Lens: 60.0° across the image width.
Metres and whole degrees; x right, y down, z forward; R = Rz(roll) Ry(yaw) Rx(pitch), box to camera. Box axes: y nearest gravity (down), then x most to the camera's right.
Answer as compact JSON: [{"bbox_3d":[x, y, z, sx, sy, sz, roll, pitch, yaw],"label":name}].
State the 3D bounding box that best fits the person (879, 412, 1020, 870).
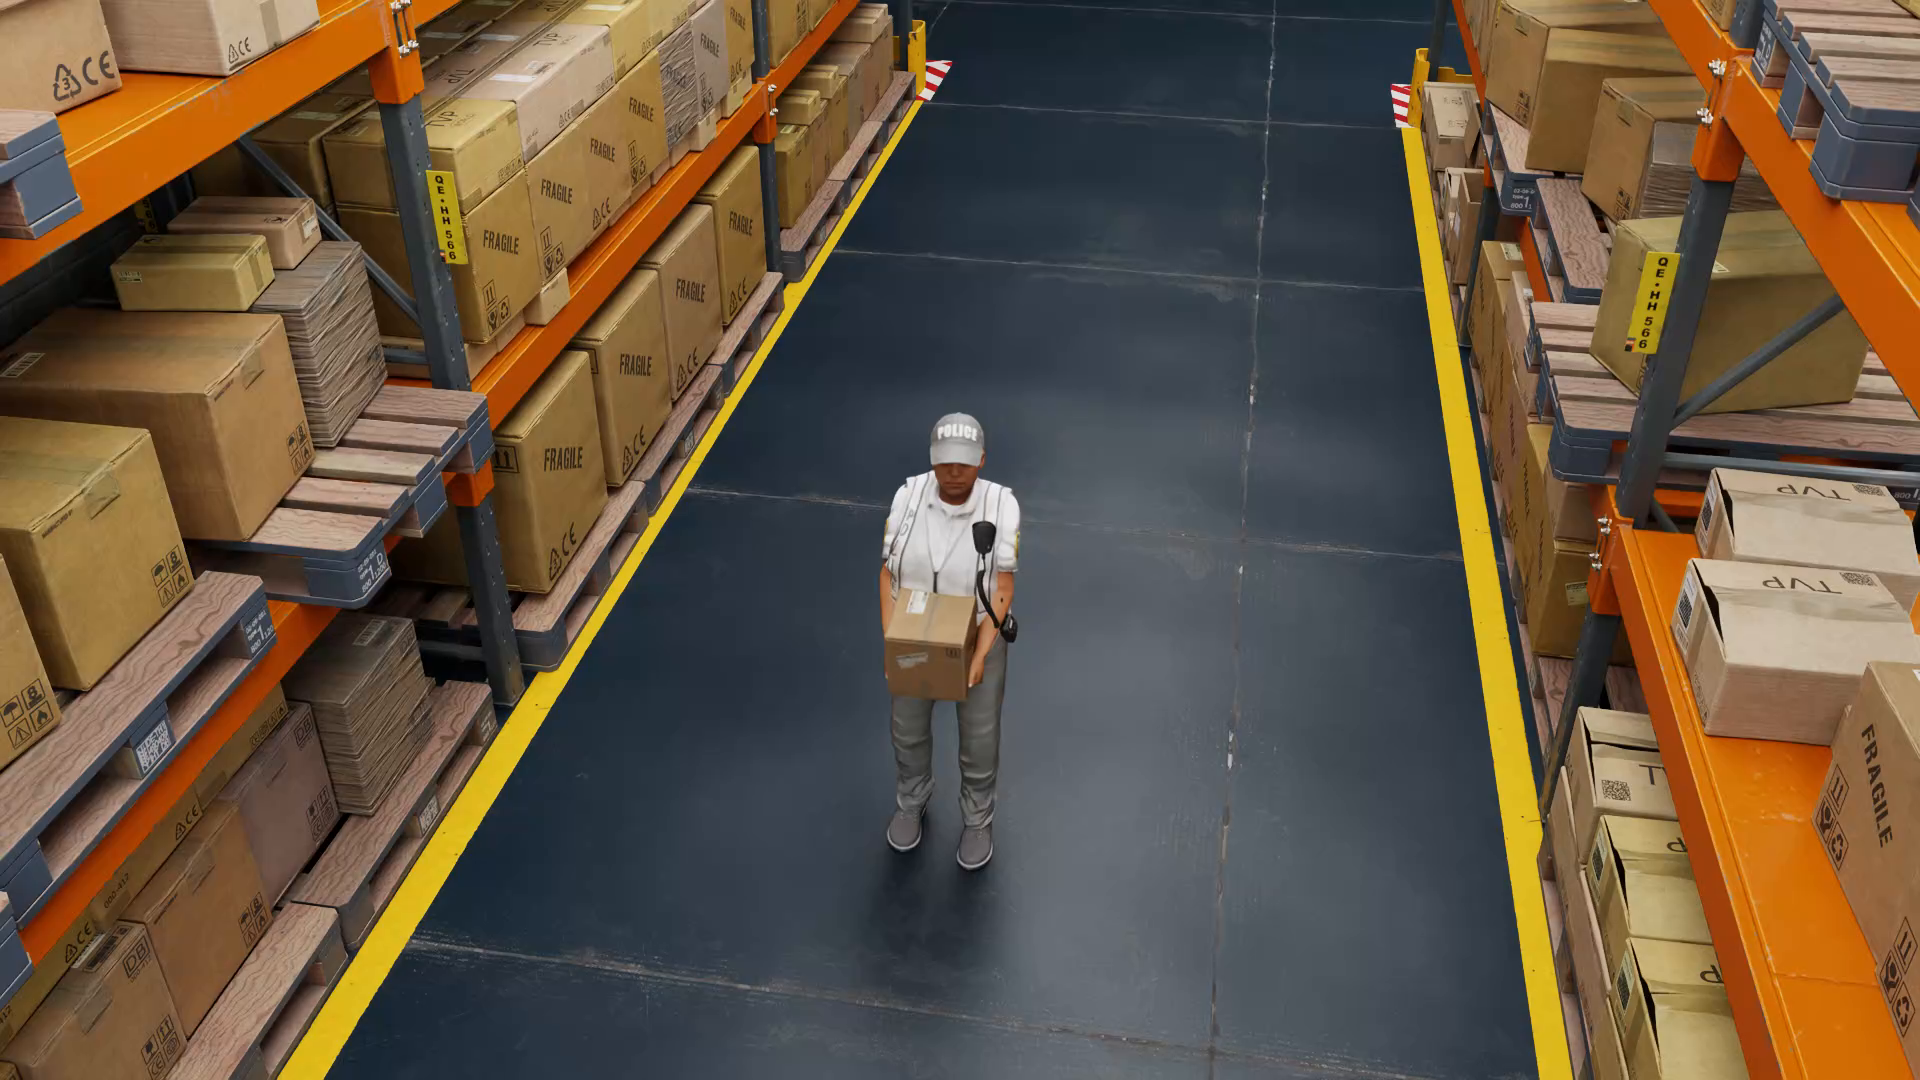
[{"bbox_3d":[-0.046,0.375,5.558,0.453,1.653,0.541,5,33,8],"label":"person"}]
